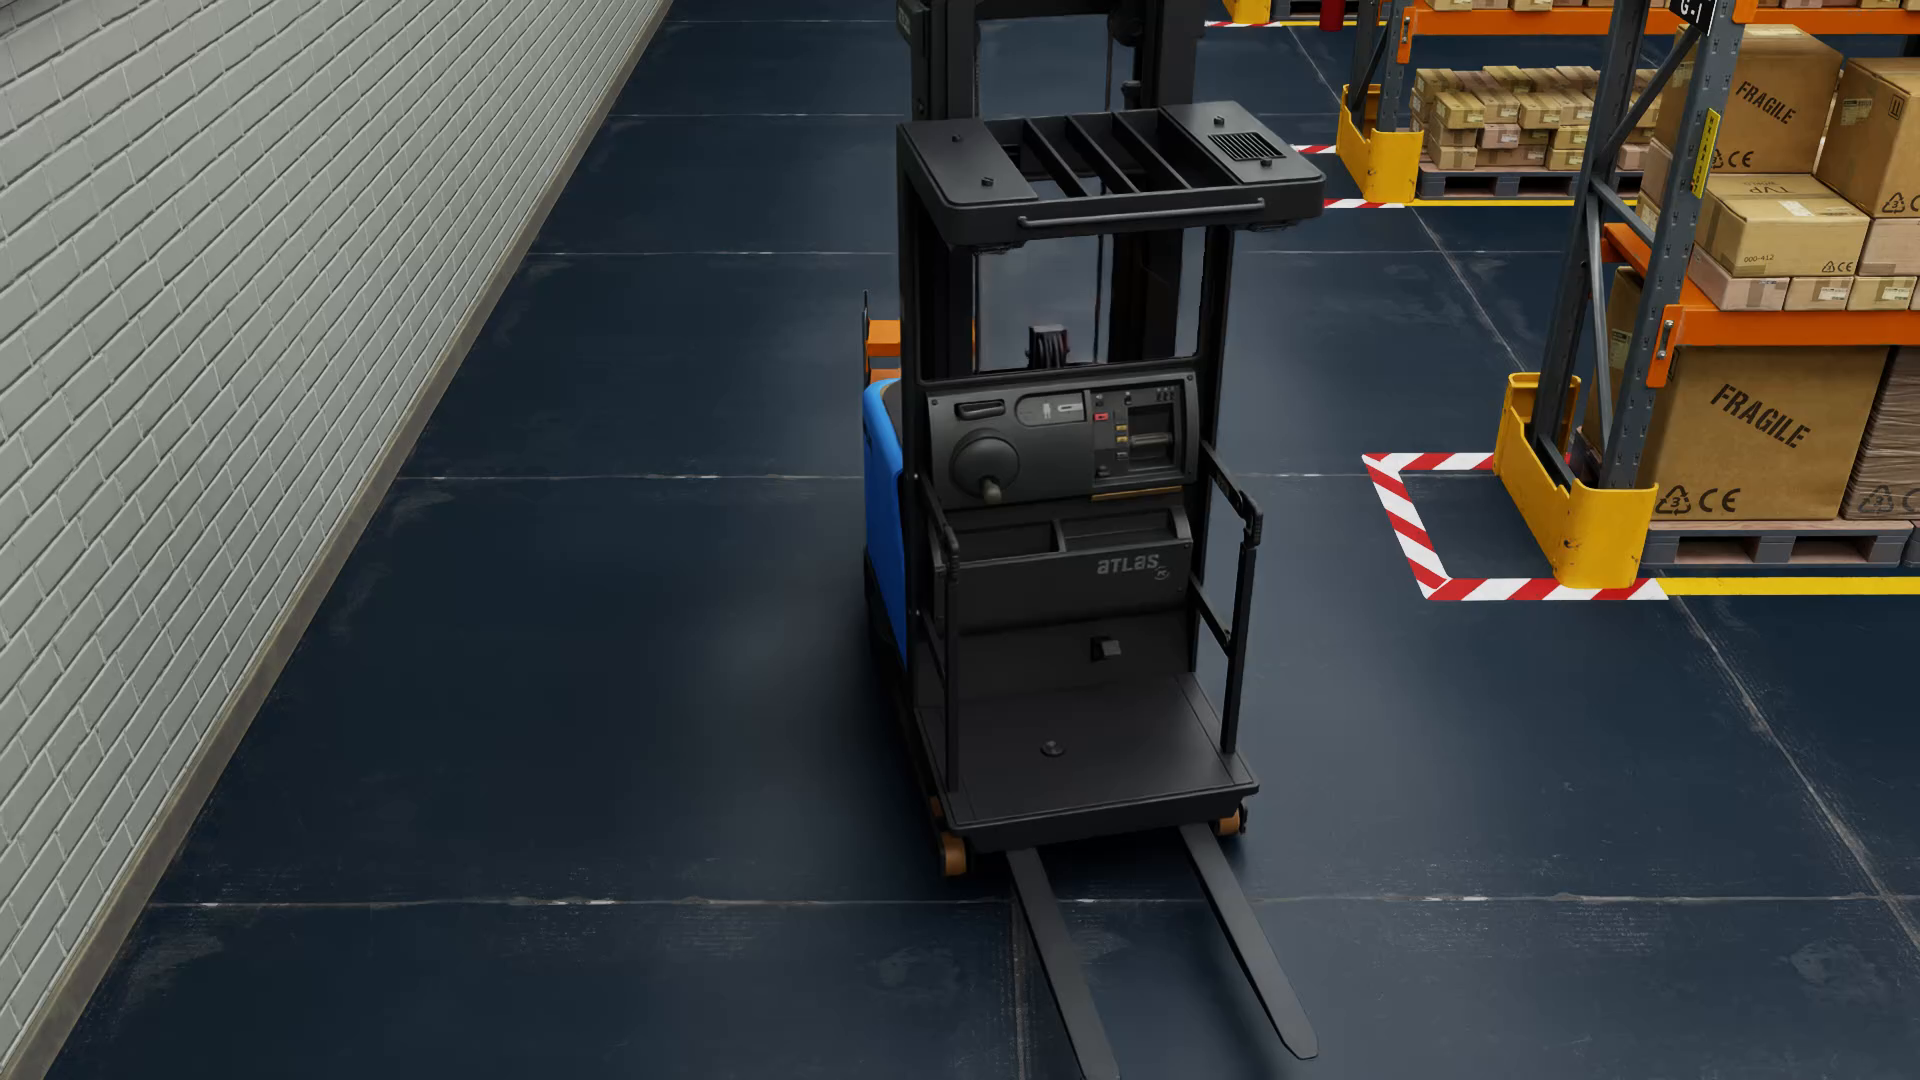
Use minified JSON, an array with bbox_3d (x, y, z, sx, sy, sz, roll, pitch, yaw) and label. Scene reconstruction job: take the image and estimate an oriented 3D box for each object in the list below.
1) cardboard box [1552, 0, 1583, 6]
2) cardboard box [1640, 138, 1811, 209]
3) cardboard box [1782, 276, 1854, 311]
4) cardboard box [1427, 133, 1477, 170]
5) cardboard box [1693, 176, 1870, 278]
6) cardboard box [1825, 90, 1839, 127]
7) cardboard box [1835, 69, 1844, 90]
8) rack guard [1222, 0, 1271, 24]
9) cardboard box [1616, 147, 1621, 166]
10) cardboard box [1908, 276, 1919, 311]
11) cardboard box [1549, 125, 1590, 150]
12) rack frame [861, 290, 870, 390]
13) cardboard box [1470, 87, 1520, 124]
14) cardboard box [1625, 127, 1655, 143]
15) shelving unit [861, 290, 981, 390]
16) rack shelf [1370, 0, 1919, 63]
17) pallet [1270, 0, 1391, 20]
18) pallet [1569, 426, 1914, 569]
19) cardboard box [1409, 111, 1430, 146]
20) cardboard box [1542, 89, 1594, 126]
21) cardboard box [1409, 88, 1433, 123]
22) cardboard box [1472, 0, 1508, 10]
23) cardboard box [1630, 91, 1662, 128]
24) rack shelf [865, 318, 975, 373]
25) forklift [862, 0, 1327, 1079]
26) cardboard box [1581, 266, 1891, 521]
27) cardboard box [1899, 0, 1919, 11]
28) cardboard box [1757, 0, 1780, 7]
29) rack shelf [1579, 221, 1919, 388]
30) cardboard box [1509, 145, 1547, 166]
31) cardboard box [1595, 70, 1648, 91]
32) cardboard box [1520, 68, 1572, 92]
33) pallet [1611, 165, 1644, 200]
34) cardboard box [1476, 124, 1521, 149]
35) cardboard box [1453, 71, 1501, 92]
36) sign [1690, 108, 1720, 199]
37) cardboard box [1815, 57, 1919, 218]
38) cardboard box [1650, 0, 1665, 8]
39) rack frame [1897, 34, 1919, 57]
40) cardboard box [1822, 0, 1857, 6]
[{"bbox_3d":[4.046,-3.733,11.253,0.250,0.149,0.380,1,31,2],"label":"cardboard box"},{"bbox_3d":[3.350,-1.571,7.306,0.500,0.250,0.500,-1,31,-1],"label":"cardboard box"},{"bbox_3d":[3.480,-1.093,6.902,0.250,0.149,0.380,-1,31,-1],"label":"cardboard box"},{"bbox_3d":[3.464,-2.738,11.715,0.250,0.149,0.380,0,31,1],"label":"cardboard box"},{"bbox_3d":[3.348,-1.293,6.848,0.500,0.250,0.500,-1,31,-2],"label":"cardboard box"},{"bbox_3d":[6.079,-3.008,11.585,0.250,0.149,0.380,0,31,-1],"label":"cardboard box"},{"bbox_3d":[6.316,-3.306,12.077,0.250,0.149,0.380,1,31,2],"label":"cardboard box"},{"bbox_3d":[2.783,-5.441,16.235,0.348,0.500,1.175,0,31,0],"label":"rack guard"},{"bbox_3d":[4.484,-2.780,11.784,0.250,0.149,0.380,0,31,0],"label":"cardboard box"},{"bbox_3d":[3.997,-1.095,6.906,0.250,0.149,0.380,-1,31,-1],"label":"cardboard box"},{"bbox_3d":[4.239,-2.861,11.631,0.250,0.149,0.380,1,31,1],"label":"cardboard box"},{"bbox_3d":[-0.410,-0.512,7.437,0.015,1.200,0.240,0,31,0],"label":"rack frame"},{"bbox_3d":[3.739,-3.046,11.648,0.250,0.149,0.380,0,31,1],"label":"cardboard box"},{"bbox_3d":[4.775,-2.934,11.750,0.250,0.149,0.380,1,31,2],"label":"cardboard box"},{"bbox_3d":[-0.166,-0.512,7.438,0.503,1.200,0.258,0,31,0],"label":"shelving unit"},{"bbox_3d":[4.938,-3.641,11.552,4.000,0.370,1.077,0,31,0],"label":"rack shelf"},{"bbox_3d":[3.606,-5.360,16.381,1.213,0.211,1.003,0,31,0],"label":"pallet"},{"bbox_3d":[3.666,-0.220,7.909,1.213,0.211,1.003,0,31,0],"label":"pallet"},{"bbox_3d":[3.463,-3.013,12.167,0.250,0.149,0.380,0,31,1],"label":"cardboard box"},{"bbox_3d":[4.239,-3.024,11.612,0.250,0.149,0.380,-2,31,-3],"label":"cardboard box"},{"bbox_3d":[3.464,-3.180,12.156,0.250,0.149,0.380,-1,31,-2],"label":"cardboard box"},{"bbox_3d":[3.518,-3.688,11.179,0.250,0.149,0.380,1,31,1],"label":"cardboard box"},{"bbox_3d":[4.780,-2.997,11.568,0.250,0.149,0.380,0,31,0],"label":"cardboard box"},{"bbox_3d":[-0.166,-0.848,7.234,0.480,0.148,0.258,0,31,0],"label":"rack shelf"},{"bbox_3d":[0.400,-0.291,5.404,1.130,2.935,3.031,-6,32,-10],"label":"forklift"},{"bbox_3d":[3.506,-0.684,7.629,0.875,0.875,0.875,0,31,0],"label":"cardboard box"},{"bbox_3d":[6.397,-3.668,11.145,0.250,0.149,0.380,-1,31,-2],"label":"cardboard box"},{"bbox_3d":[5.345,-3.720,11.232,0.250,0.149,0.380,-1,31,-1],"label":"cardboard box"},{"bbox_3d":[4.867,-1.068,7.312,4.000,0.370,1.077,0,31,0],"label":"rack shelf"},{"bbox_3d":[3.973,-2.786,11.794,0.250,0.149,0.380,0,31,0],"label":"cardboard box"},{"bbox_3d":[4.767,-3.269,12.016,0.250,0.149,0.380,-1,31,-2],"label":"cardboard box"},{"bbox_3d":[4.235,-3.296,12.060,0.250,0.149,0.380,-1,31,-2],"label":"cardboard box"},{"bbox_3d":[5.043,-2.737,12.057,1.213,0.211,1.003,0,31,0],"label":"pallet"},{"bbox_3d":[3.738,-2.870,11.645,0.250,0.149,0.380,0,31,-1],"label":"cardboard box"},{"bbox_3d":[3.717,-3.261,12.003,0.250,0.149,0.380,0,31,1],"label":"cardboard box"},{"bbox_3d":[2.864,-1.485,6.395,0.005,0.325,0.100,0,31,0],"label":"sign"},{"bbox_3d":[3.848,-1.616,6.656,0.500,0.500,0.500,-1,31,-1],"label":"cardboard box"},{"bbox_3d":[4.564,-3.707,11.210,0.250,0.149,0.380,-1,31,-1],"label":"cardboard box"},{"bbox_3d":[6.938,-3.955,11.376,0.127,3.000,1.000,0,31,0],"label":"rack frame"},{"bbox_3d":[5.871,-3.732,11.252,0.250,0.149,0.380,-1,31,-2],"label":"cardboard box"}]
